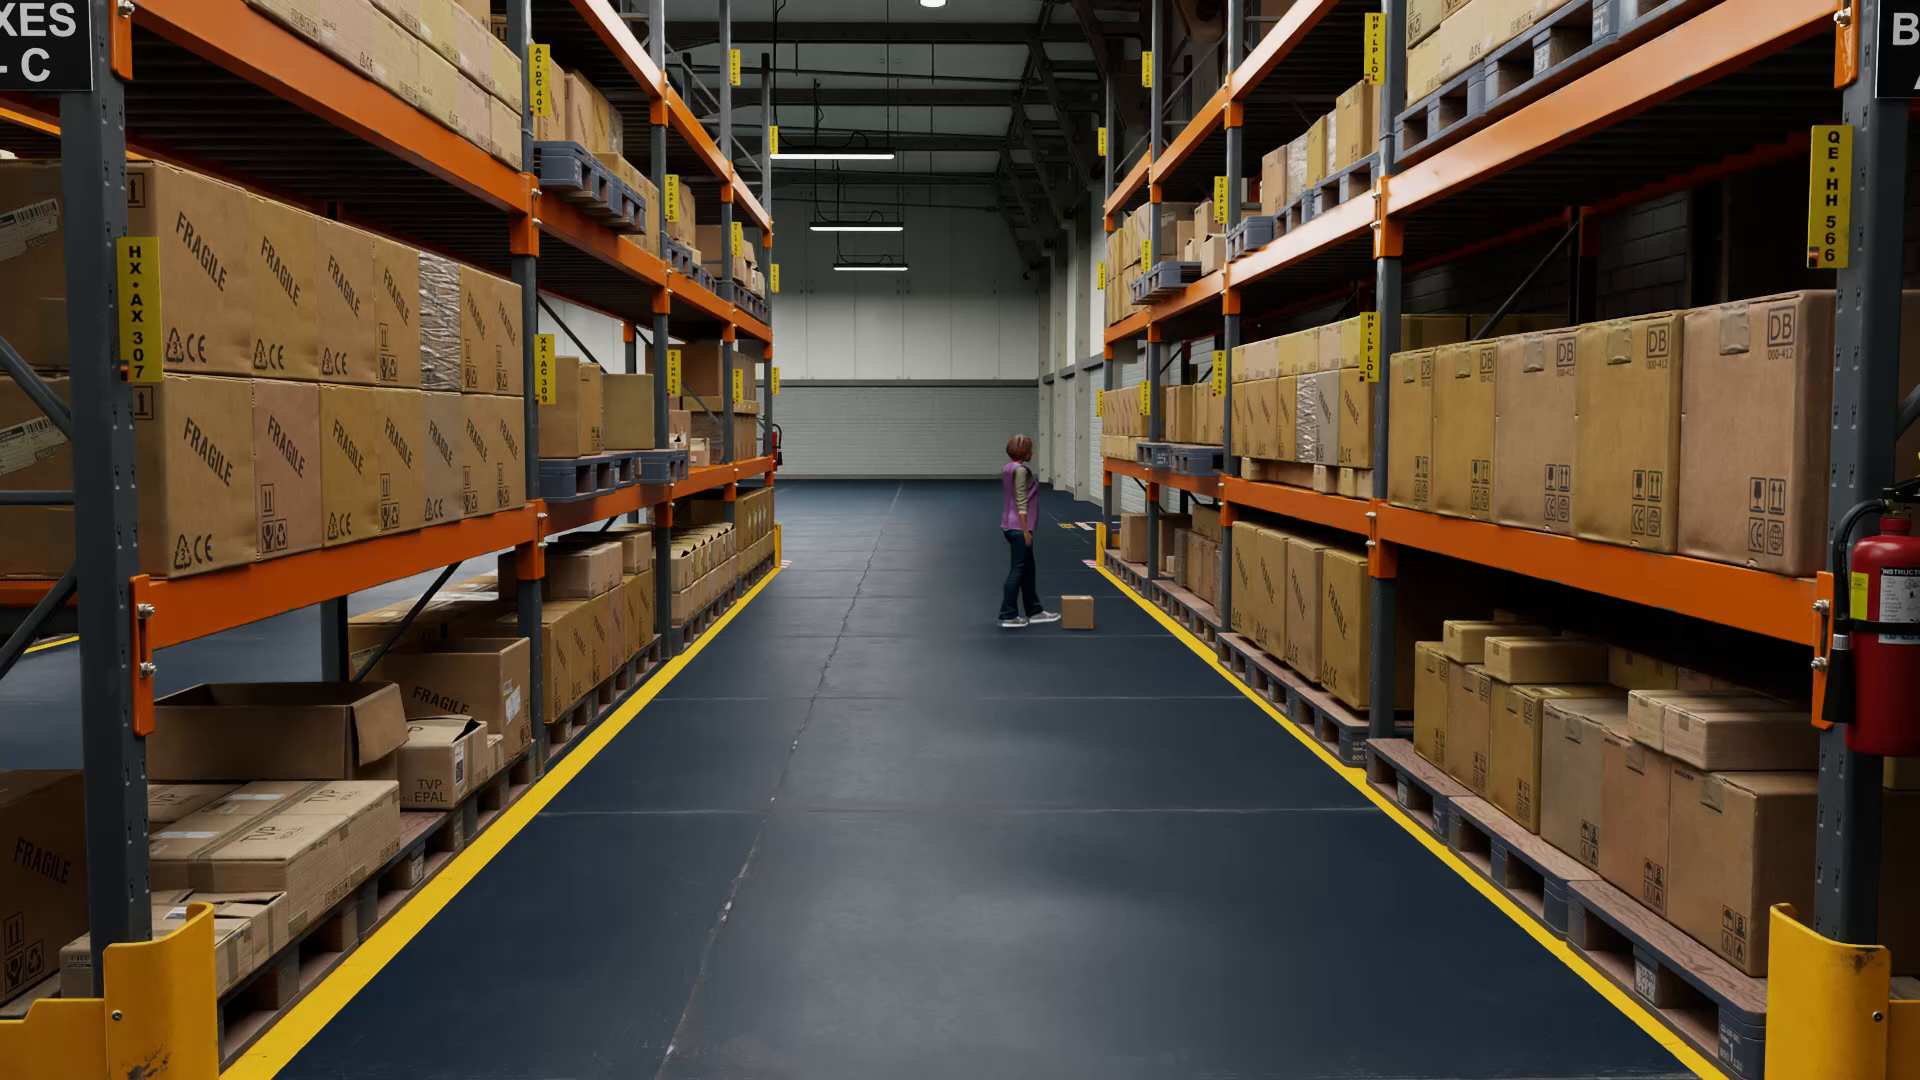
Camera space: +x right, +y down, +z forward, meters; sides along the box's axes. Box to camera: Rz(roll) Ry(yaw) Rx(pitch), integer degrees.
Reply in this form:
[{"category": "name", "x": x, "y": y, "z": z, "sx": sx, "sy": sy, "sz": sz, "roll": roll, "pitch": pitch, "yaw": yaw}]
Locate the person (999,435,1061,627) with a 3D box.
[{"category": "person", "x": 0.582, "y": -0.077, "z": 13.780, "sx": 0.597, "sy": 1.593, "sz": 0.430, "roll": -1, "pitch": 4, "yaw": -15}]
